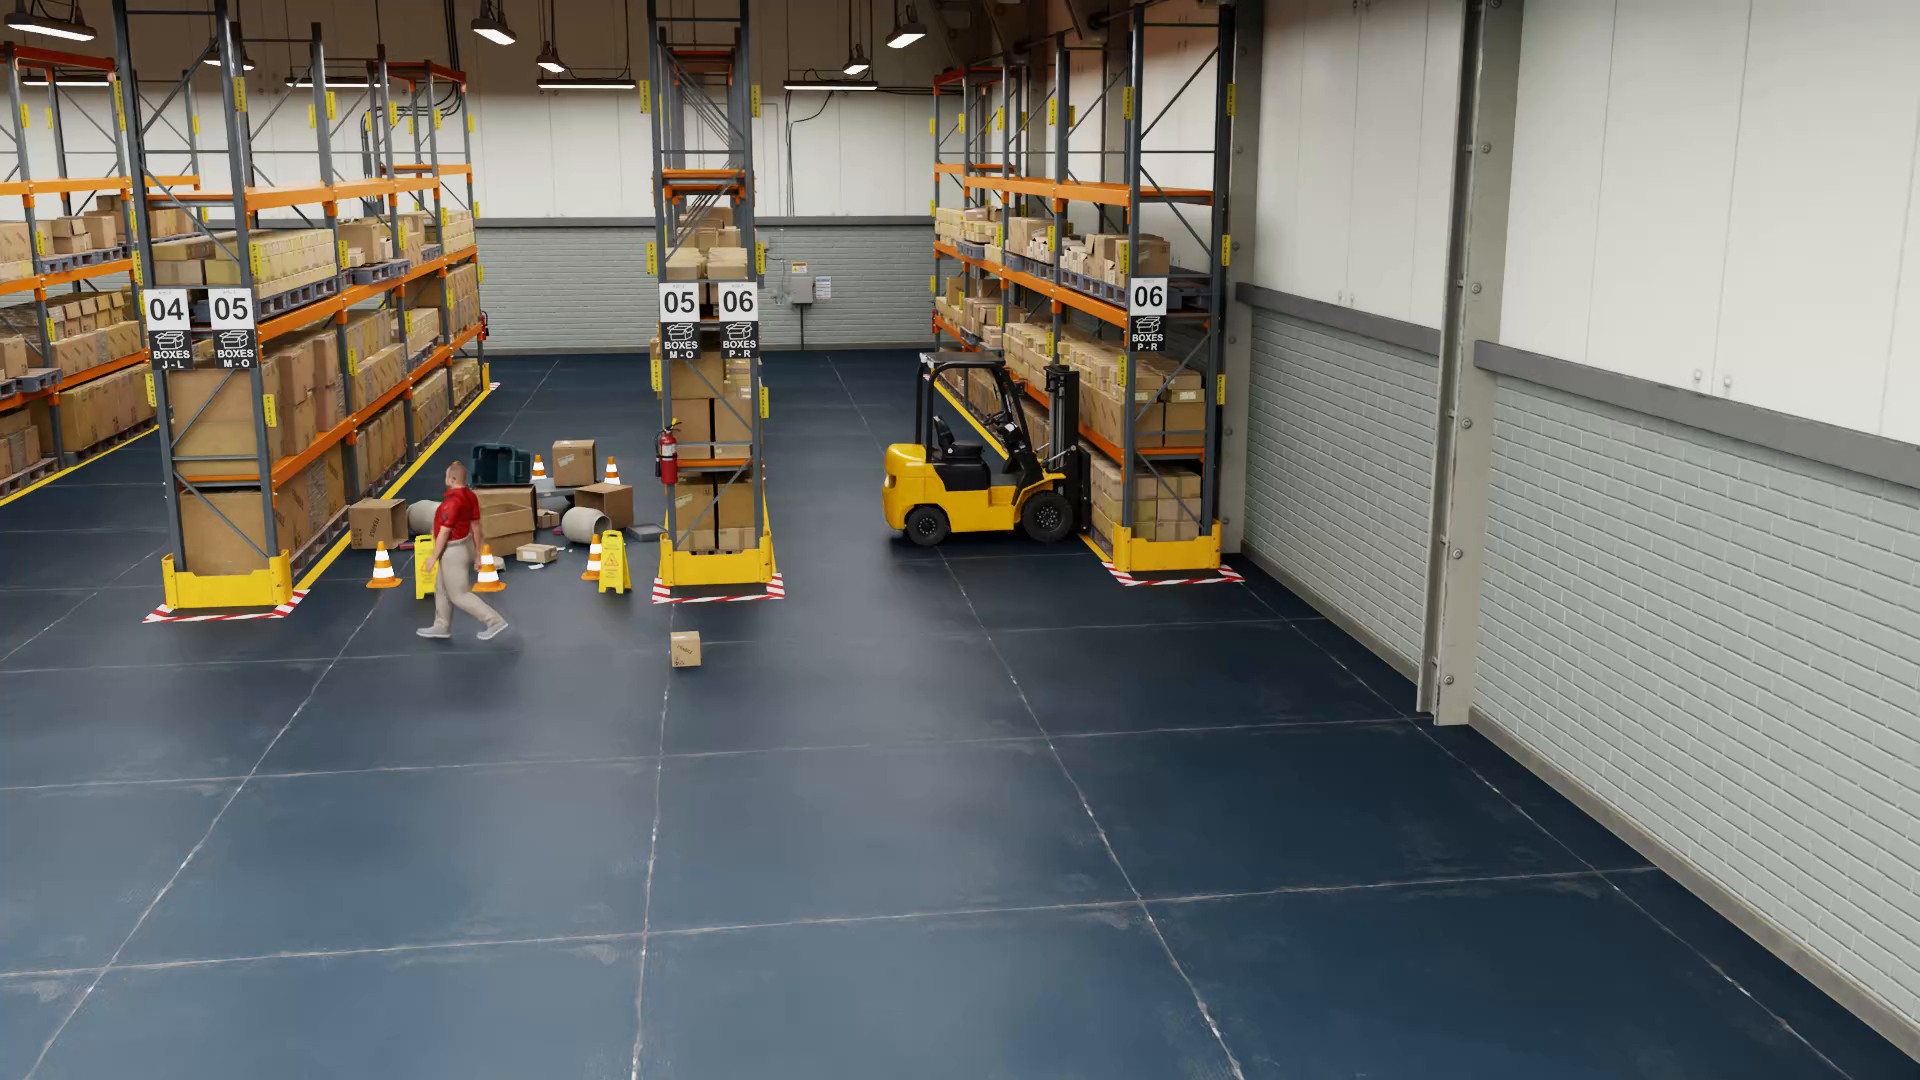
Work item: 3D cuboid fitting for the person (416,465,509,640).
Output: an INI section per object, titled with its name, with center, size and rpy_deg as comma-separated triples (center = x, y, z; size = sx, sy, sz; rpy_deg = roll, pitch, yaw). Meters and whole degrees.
[person]
center = -4.678, 0.128, 15.453
size = 0.978, 1.680, 0.531
rpy_deg = 1, 13, 5
